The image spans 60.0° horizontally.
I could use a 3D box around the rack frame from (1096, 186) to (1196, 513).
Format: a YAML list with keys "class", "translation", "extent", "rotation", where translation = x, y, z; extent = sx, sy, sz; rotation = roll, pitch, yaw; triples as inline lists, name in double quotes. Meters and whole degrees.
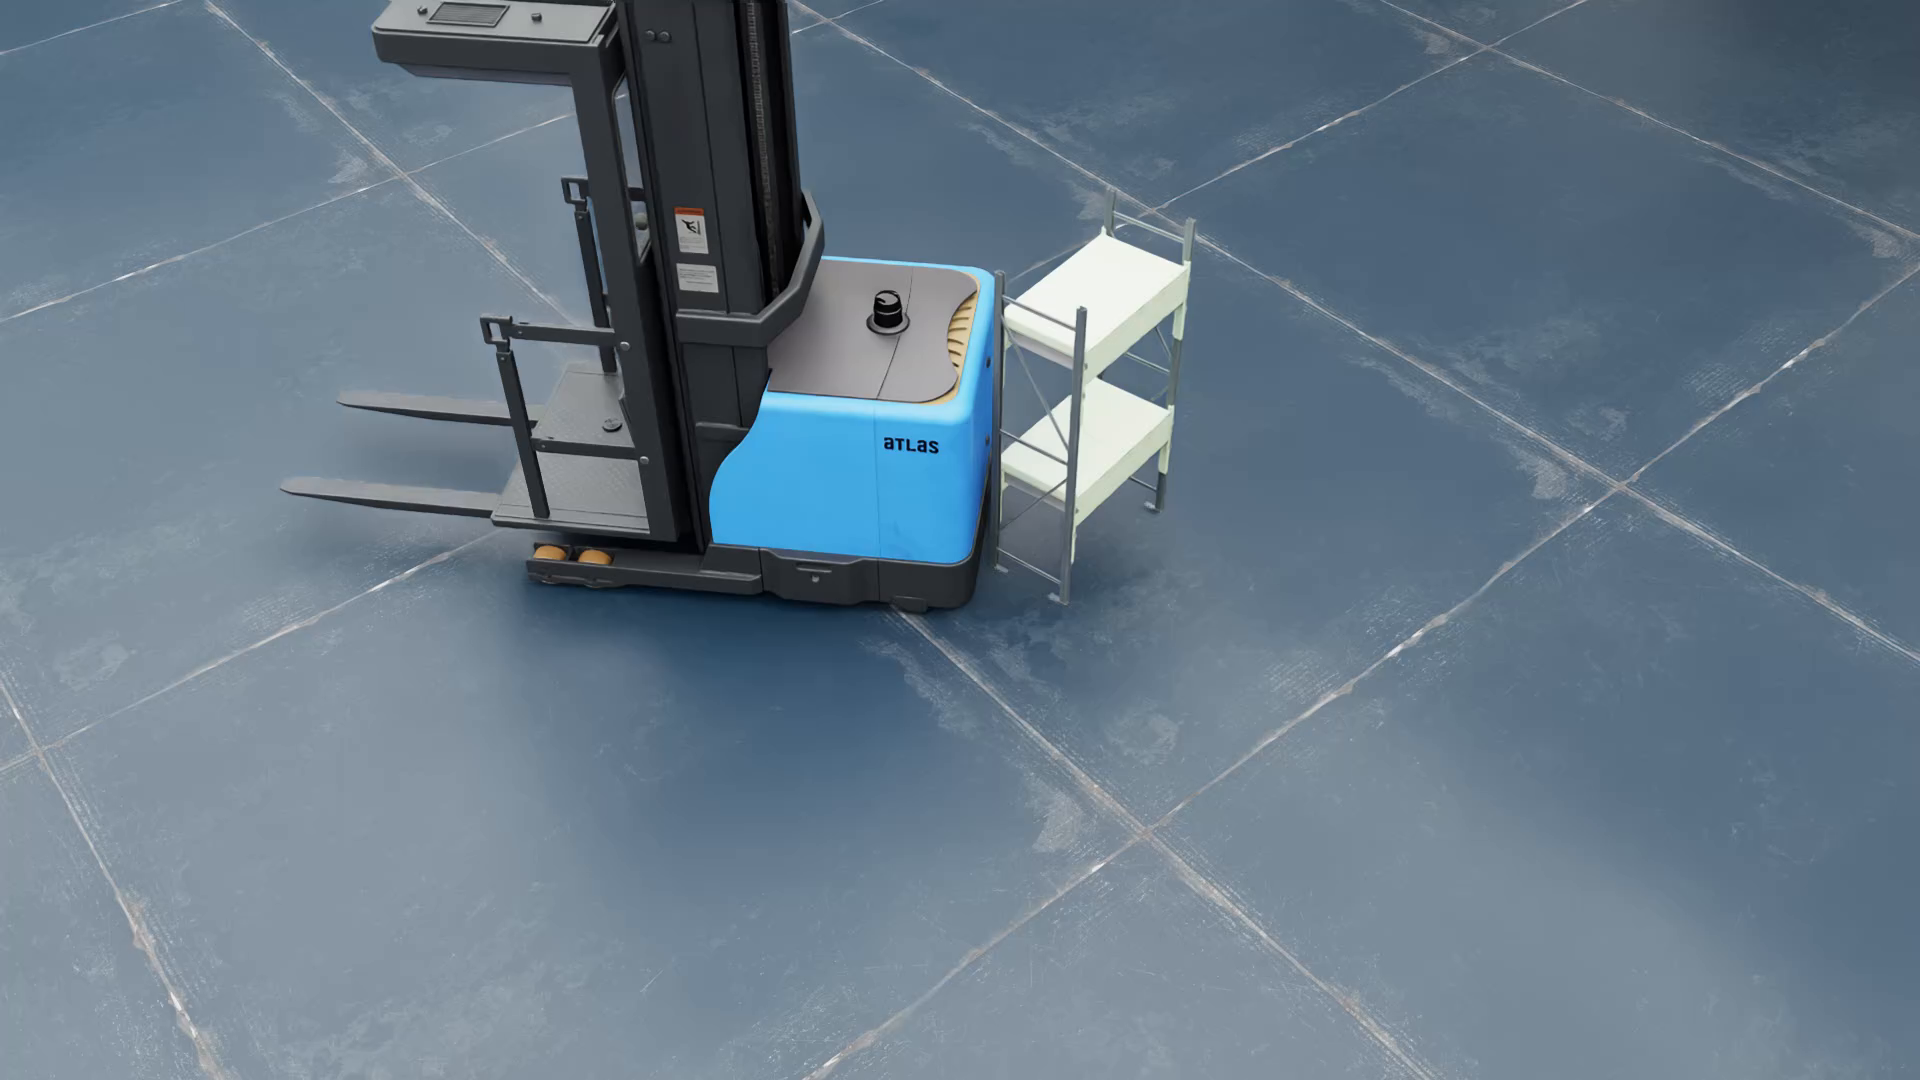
- class: "rack frame"
  translation: [0.740, -0.755, 6.958]
  extent: [0.400, 1.500, 0.023]
  rotation: [28, 50, 27]

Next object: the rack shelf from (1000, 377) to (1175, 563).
- class: "rack shelf"
  translation: [0.516, -0.319, 6.970]
  extent: [0.431, 0.370, 0.720]
  rotation: [28, 50, 27]

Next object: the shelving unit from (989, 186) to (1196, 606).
- class: "shelving unit"
  translation: [0.516, -0.557, 6.747]
  extent: [0.431, 1.500, 0.755]
  rotation: [28, 50, 27]

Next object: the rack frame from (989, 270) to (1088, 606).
- class: "rack frame"
  translation: [0.292, -0.359, 6.536]
  extent: [0.400, 1.500, 0.023]
  rotation: [28, 50, 27]

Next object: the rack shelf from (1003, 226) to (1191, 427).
- class: "rack shelf"
  translation: [0.516, -0.841, 6.480]
  extent: [0.431, 0.370, 0.720]
  rotation: [28, 50, 27]

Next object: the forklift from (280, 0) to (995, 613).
- class: "forklift"
  translation: [-1.389, -1.218, 6.406]
  extent: [3.031, 2.935, 1.130]
  rotation: [5, 43, 5]
